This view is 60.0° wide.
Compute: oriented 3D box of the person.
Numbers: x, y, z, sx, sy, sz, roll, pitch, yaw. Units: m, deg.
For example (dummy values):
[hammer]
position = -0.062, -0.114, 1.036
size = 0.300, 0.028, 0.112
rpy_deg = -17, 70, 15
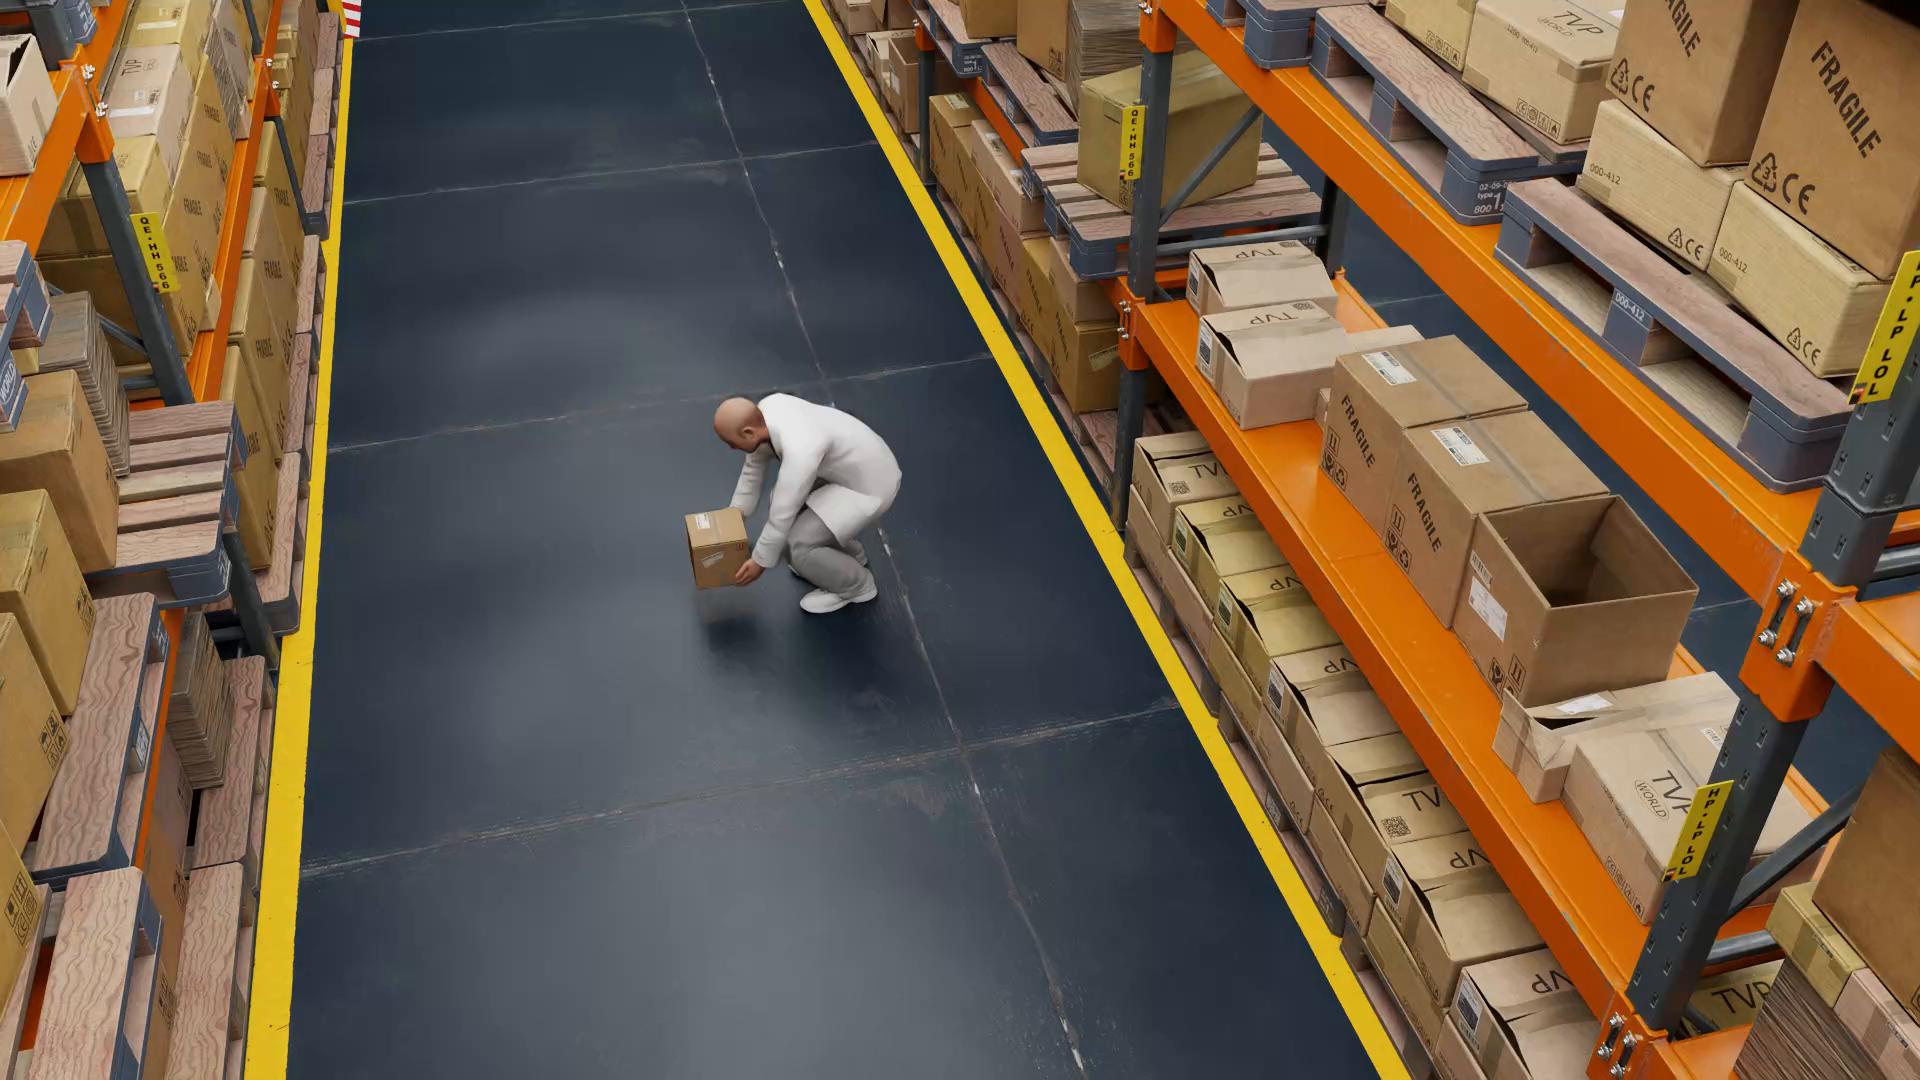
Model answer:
[person]
position = -0.679, -0.210, 7.519
size = 0.851, 1.144, 0.619
rpy_deg = -9, 39, -12
